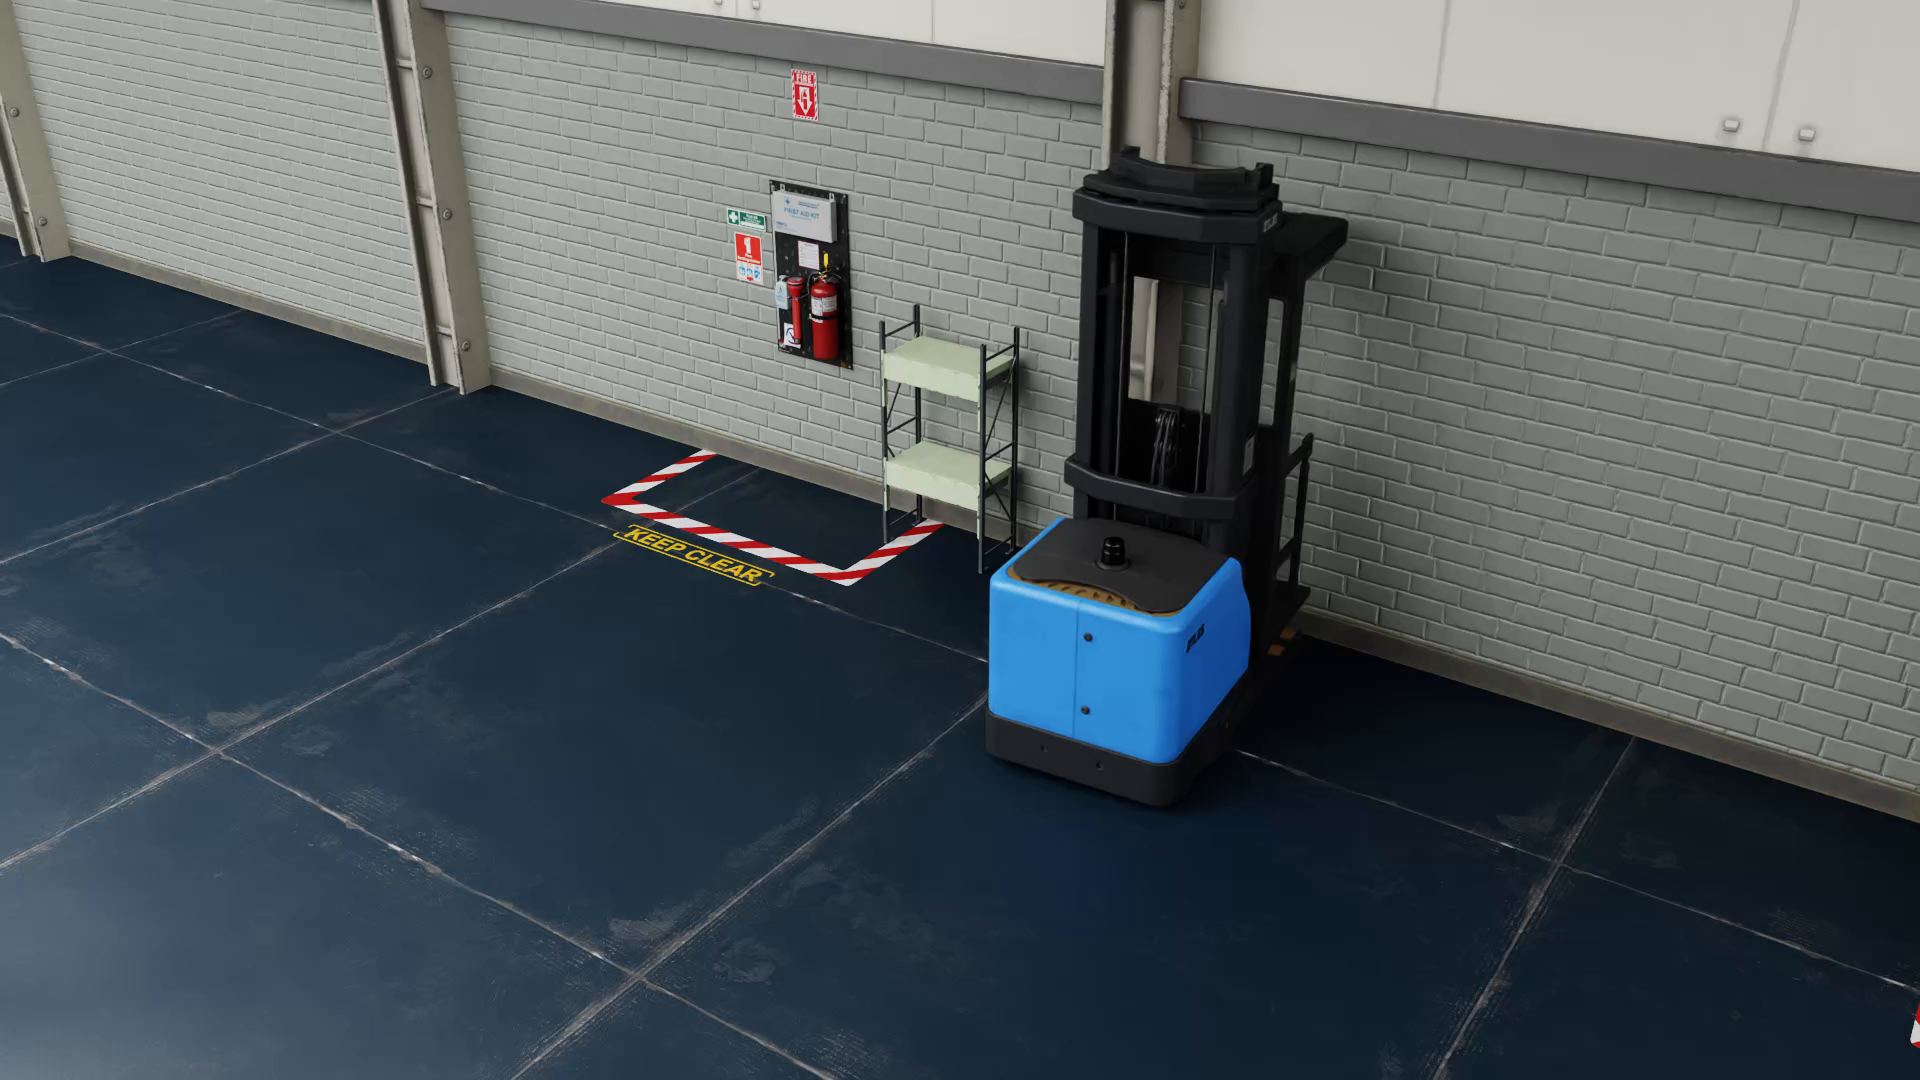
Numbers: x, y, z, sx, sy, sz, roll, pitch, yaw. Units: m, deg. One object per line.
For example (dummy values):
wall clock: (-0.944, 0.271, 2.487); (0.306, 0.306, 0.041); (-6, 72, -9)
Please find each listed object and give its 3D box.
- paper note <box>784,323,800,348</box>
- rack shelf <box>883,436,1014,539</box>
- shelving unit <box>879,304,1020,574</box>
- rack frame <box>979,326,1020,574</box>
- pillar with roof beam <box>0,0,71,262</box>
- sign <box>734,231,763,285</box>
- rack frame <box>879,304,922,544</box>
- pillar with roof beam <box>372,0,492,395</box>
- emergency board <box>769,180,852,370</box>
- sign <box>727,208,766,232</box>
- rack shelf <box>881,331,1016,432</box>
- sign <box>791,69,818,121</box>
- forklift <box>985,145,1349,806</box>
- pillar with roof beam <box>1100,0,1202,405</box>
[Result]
paper note: (-1.120, -1.364, 11.093); (0.142, 0.148, 0.016); (17, 32, 30)
rack shelf: (-0.066, -0.337, 10.478); (0.720, 0.370, 0.431); (17, 32, 30)
shelving unit: (-0.066, -0.628, 10.330); (0.755, 1.500, 0.431); (17, 32, 30)
rack frame: (0.237, -0.535, 10.147); (0.023, 1.500, 0.400); (17, 32, 30)
pillar with roof beam: (-11.326, -5.182, 11.010); (0.400, 9.000, 9.100); (17, 32, 30)
sign: (-1.410, -1.881, 11.100); (0.234, 0.329, 0.001); (17, 32, 30)
rack frame: (-0.369, -0.721, 10.512); (0.023, 1.500, 0.400); (17, 32, 30)
pillar with roof beam: (-6.380, -3.641, 7.983); (0.400, 9.000, 9.100); (17, 32, 30)
emergency board: (-1.013, -1.685, 10.754); (0.643, 1.169, 0.194); (17, 32, 30)
sign: (-1.411, -2.113, 10.971); (0.331, 0.109, 0.001); (17, 32, 30)
rack shelf: (-0.066, -0.976, 10.153); (0.720, 0.370, 0.431); (17, 32, 30)
sign: (-0.963, -2.757, 10.305); (0.199, 0.298, 0.001); (17, 32, 30)
forklift: (1.290, -0.649, 8.794); (1.130, 2.935, 3.031); (14, 30, 26)
pillar with roof beam: (-1.435, -2.100, 4.955); (0.400, 9.000, 9.100); (17, 32, 30)
